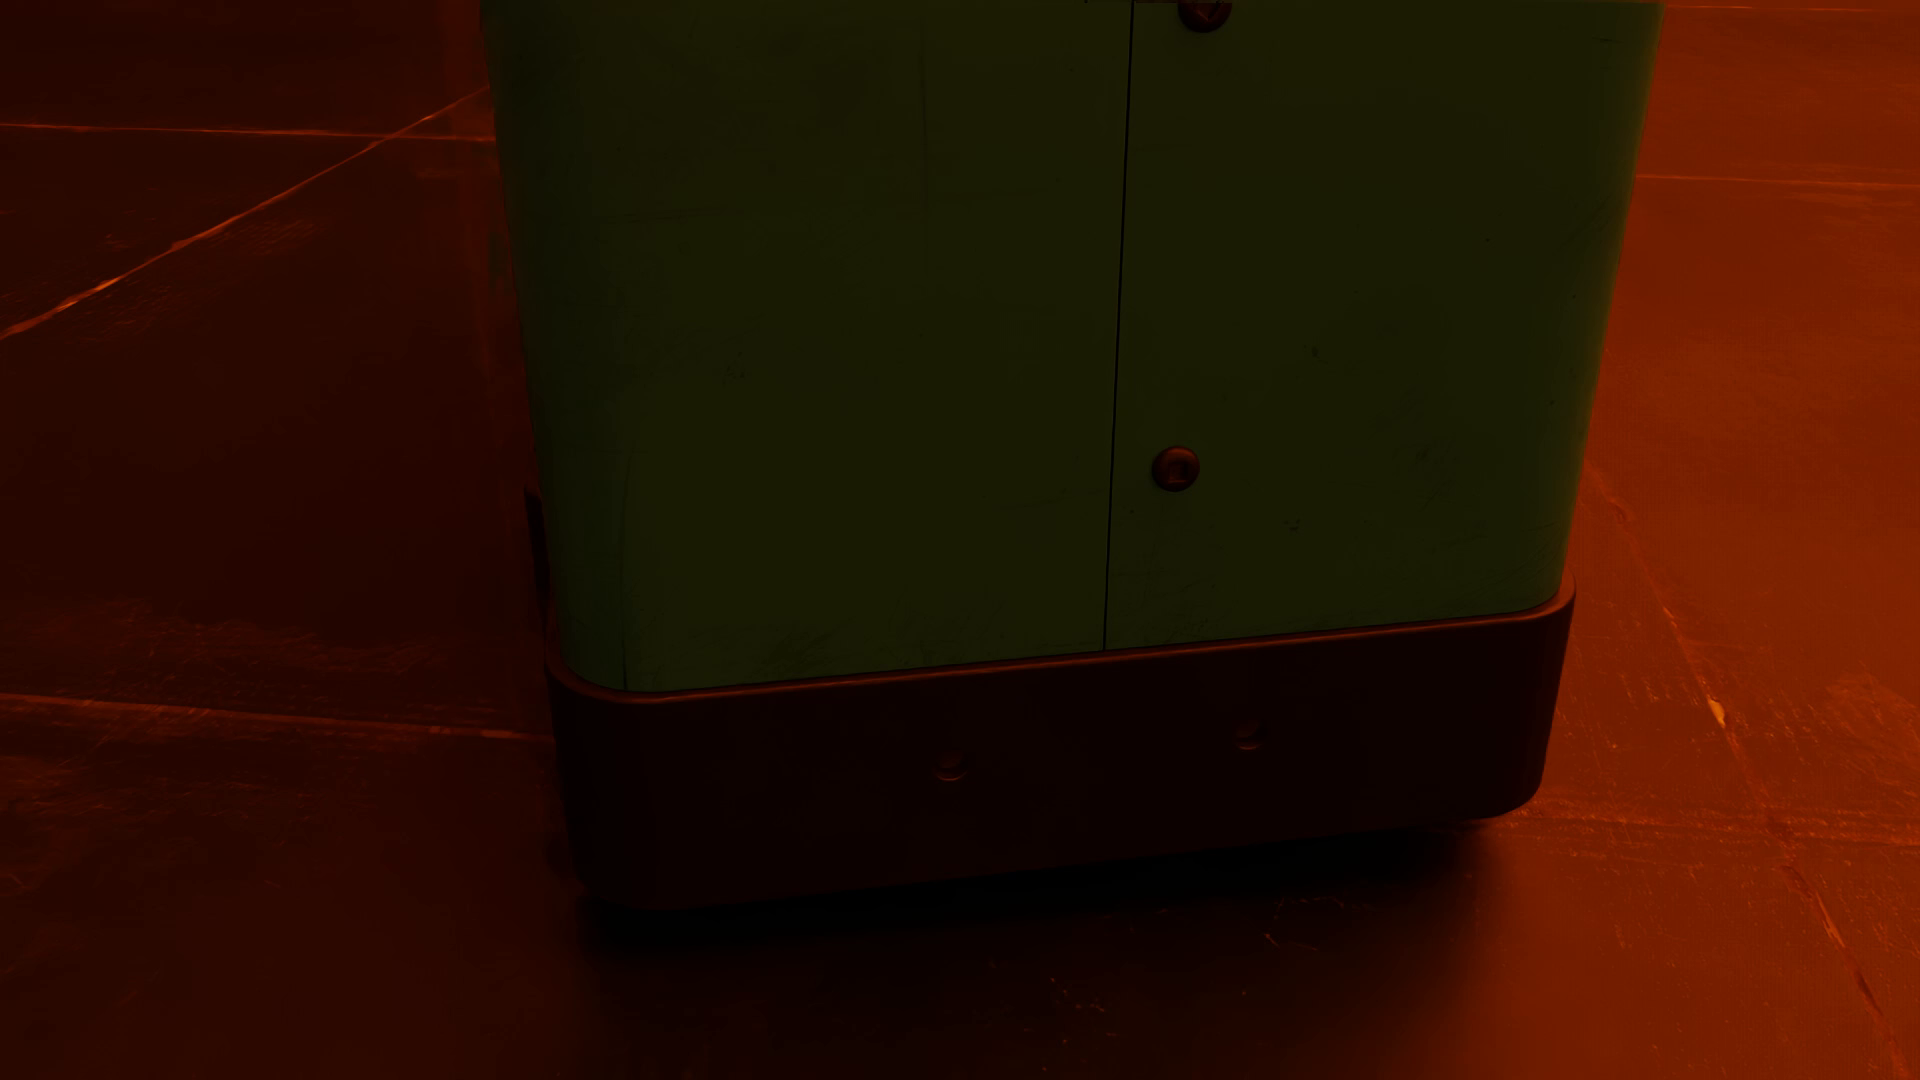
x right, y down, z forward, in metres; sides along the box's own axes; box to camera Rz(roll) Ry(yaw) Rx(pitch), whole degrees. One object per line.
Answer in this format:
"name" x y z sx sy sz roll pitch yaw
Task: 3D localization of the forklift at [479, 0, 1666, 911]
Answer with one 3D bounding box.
"forklift" -0.132 -1.585 2.395 1.130 2.935 3.031 -5 27 -9
